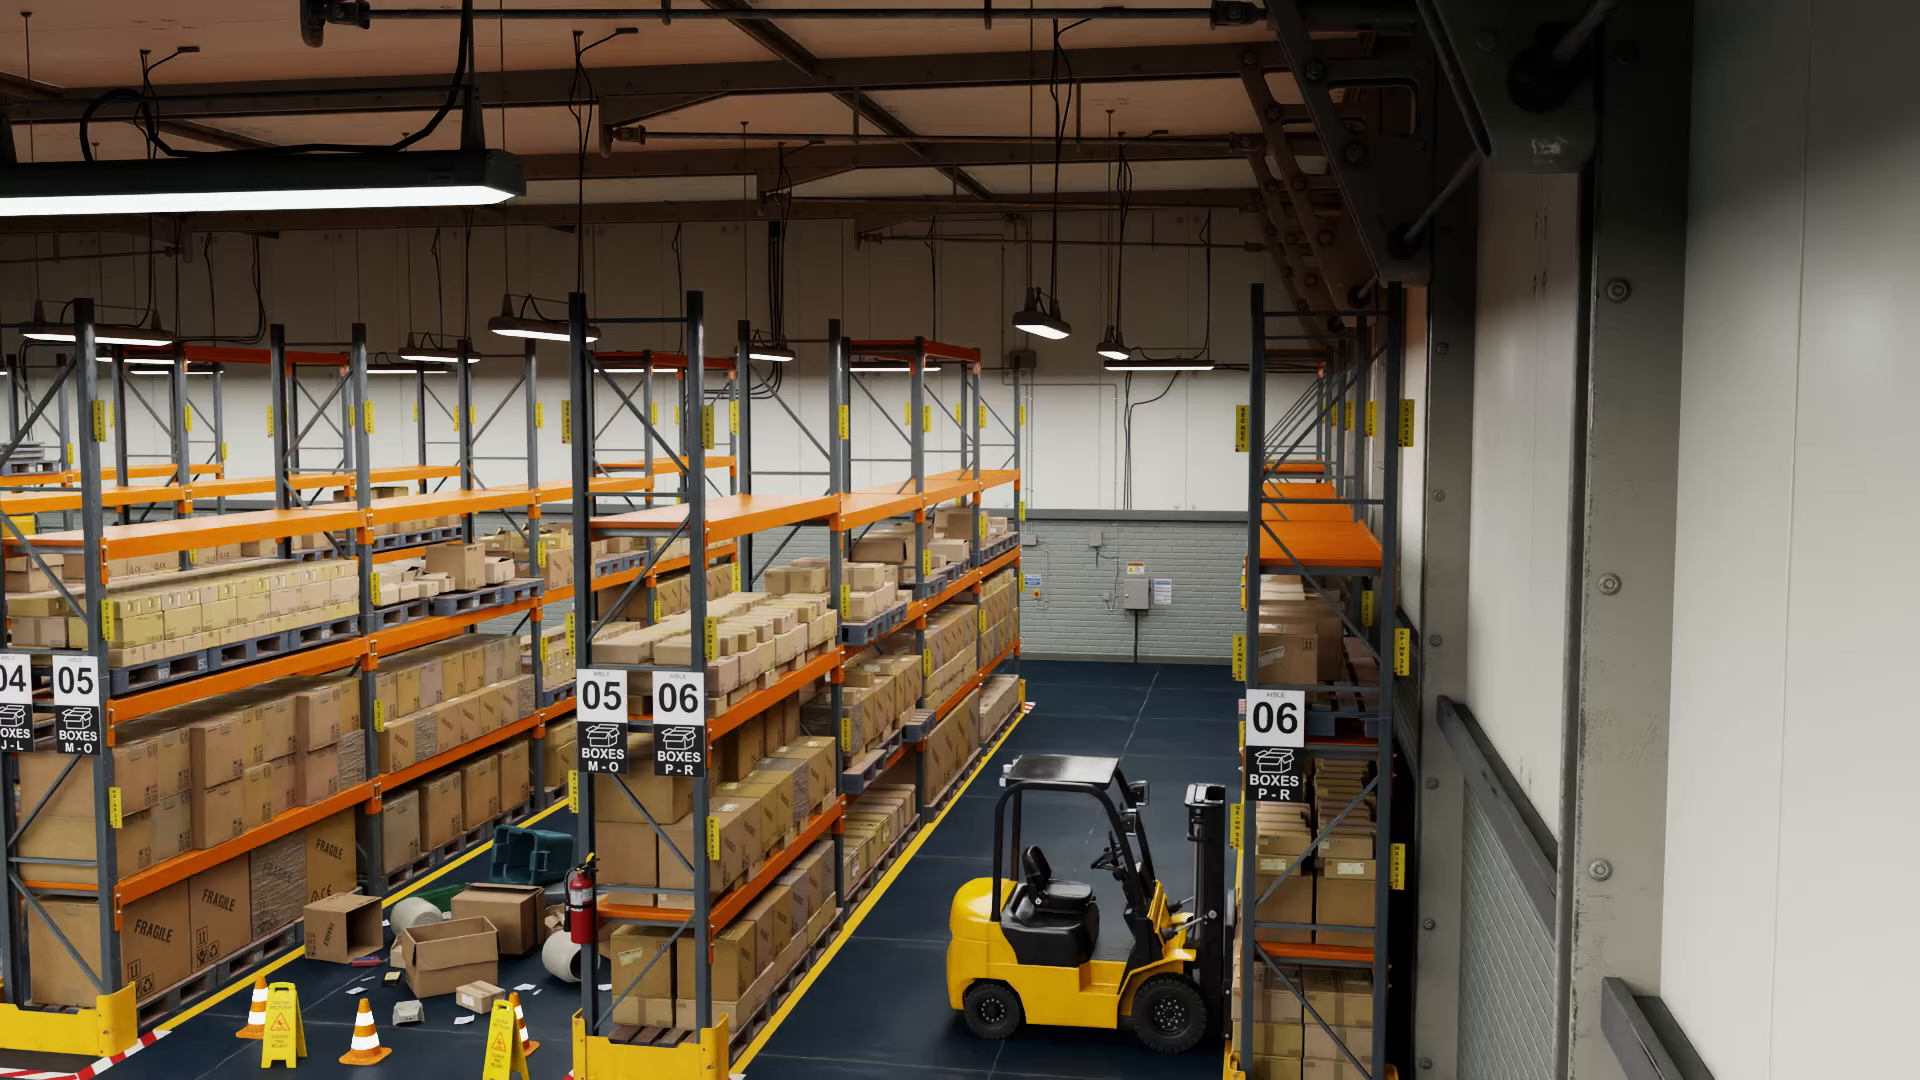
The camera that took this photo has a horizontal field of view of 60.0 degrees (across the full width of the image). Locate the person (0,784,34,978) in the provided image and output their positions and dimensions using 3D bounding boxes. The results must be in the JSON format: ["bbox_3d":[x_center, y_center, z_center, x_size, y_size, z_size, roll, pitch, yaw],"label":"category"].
[{"bbox_3d":[-8.646,3.086,15.197,0.633,1.738,0.858,-1,5,-12],"label":"person"}]
